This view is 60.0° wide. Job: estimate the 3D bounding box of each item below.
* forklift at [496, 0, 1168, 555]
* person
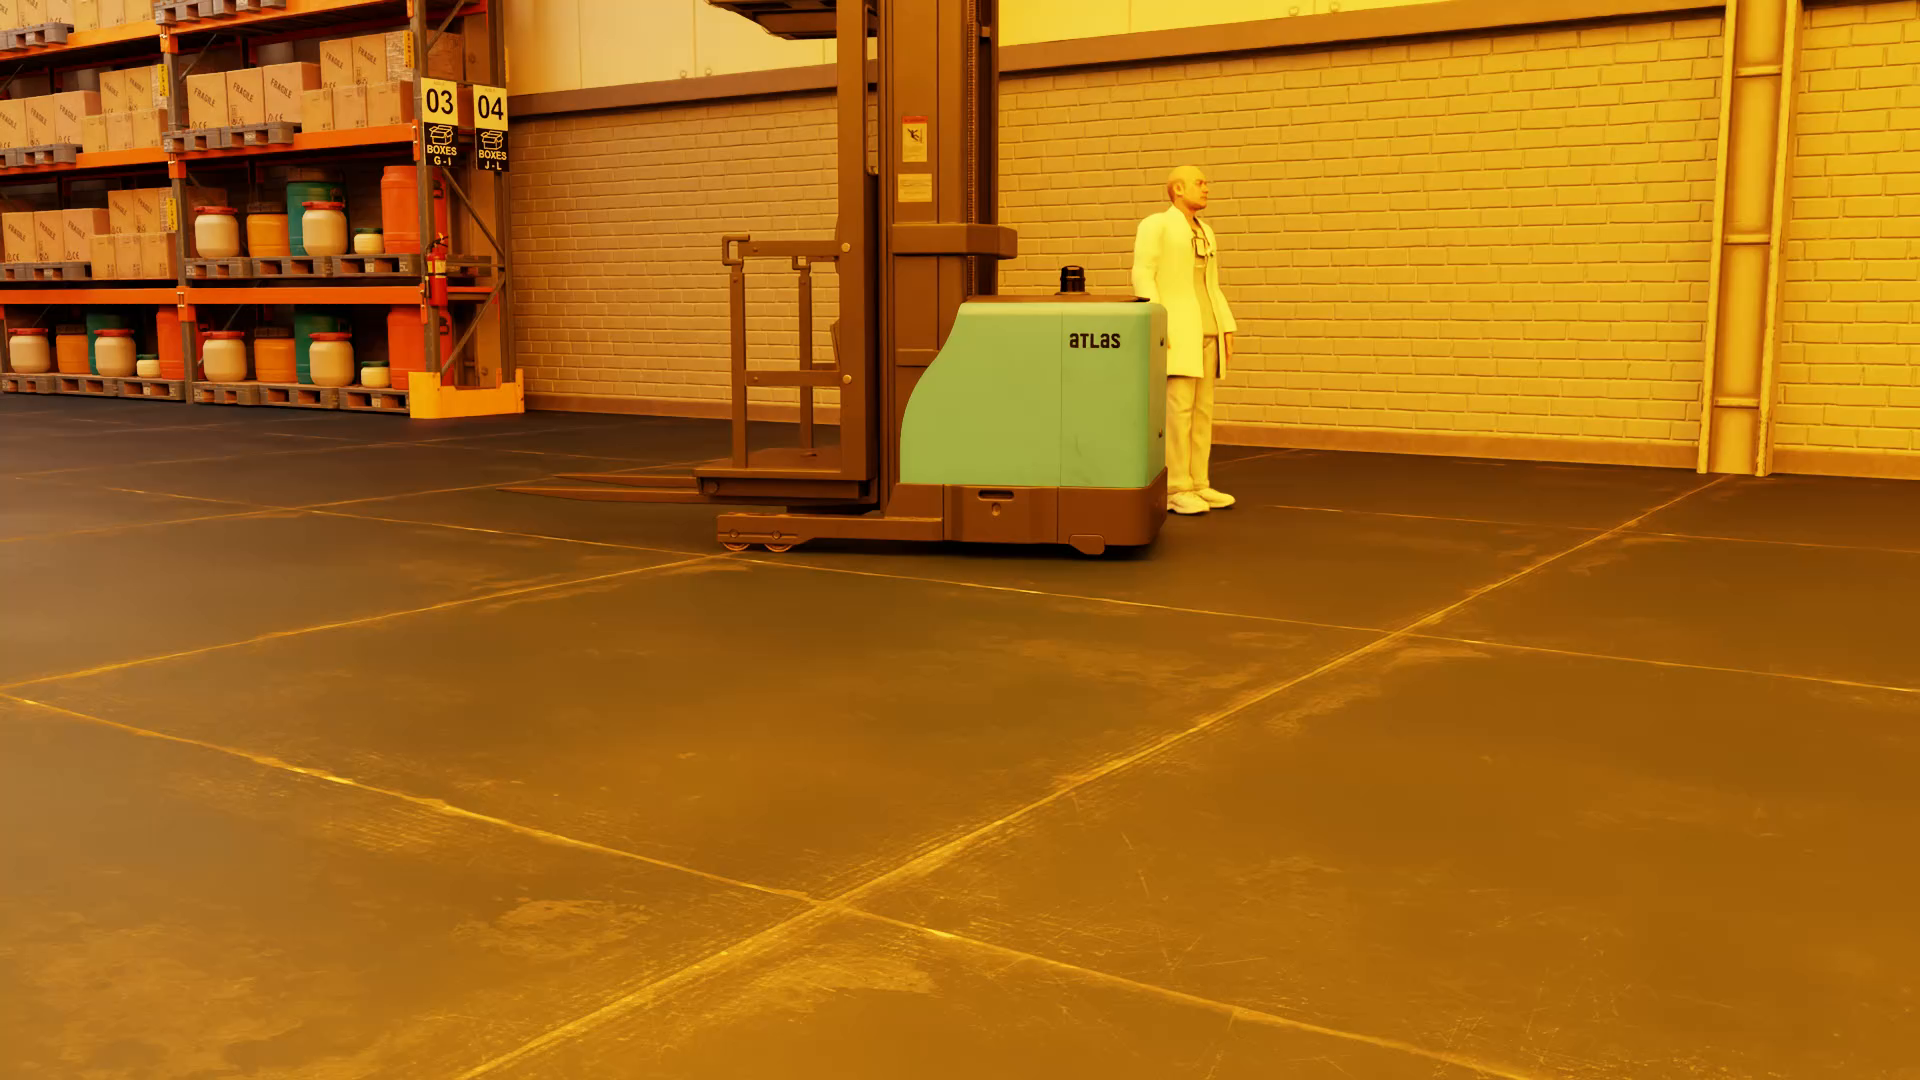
[{"bbox_3d":[-0.596,-1.469,7.520,3.031,2.935,1.130,2,8,12],"label":"forklift"},{"bbox_3d":[1.255,-1.007,8.675,0.692,1.684,0.559,-8,11,-43],"label":"person"}]
